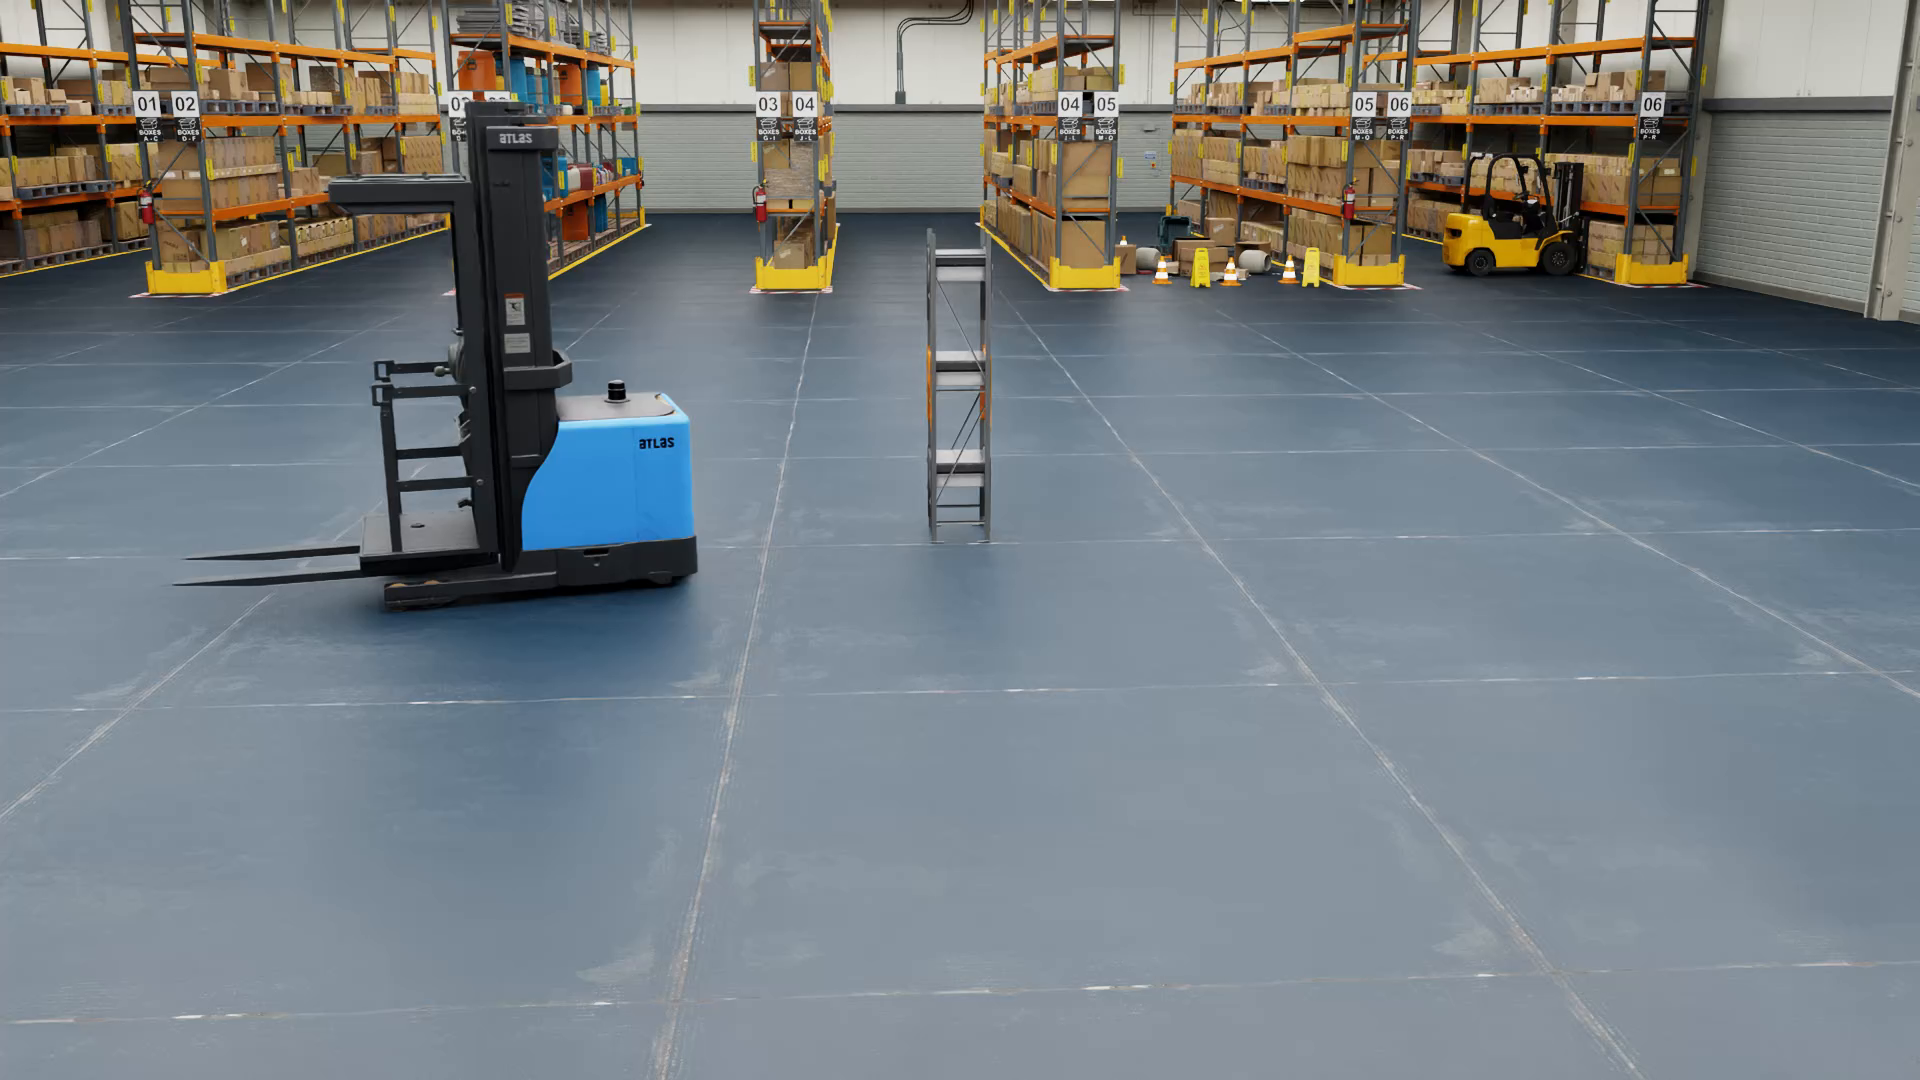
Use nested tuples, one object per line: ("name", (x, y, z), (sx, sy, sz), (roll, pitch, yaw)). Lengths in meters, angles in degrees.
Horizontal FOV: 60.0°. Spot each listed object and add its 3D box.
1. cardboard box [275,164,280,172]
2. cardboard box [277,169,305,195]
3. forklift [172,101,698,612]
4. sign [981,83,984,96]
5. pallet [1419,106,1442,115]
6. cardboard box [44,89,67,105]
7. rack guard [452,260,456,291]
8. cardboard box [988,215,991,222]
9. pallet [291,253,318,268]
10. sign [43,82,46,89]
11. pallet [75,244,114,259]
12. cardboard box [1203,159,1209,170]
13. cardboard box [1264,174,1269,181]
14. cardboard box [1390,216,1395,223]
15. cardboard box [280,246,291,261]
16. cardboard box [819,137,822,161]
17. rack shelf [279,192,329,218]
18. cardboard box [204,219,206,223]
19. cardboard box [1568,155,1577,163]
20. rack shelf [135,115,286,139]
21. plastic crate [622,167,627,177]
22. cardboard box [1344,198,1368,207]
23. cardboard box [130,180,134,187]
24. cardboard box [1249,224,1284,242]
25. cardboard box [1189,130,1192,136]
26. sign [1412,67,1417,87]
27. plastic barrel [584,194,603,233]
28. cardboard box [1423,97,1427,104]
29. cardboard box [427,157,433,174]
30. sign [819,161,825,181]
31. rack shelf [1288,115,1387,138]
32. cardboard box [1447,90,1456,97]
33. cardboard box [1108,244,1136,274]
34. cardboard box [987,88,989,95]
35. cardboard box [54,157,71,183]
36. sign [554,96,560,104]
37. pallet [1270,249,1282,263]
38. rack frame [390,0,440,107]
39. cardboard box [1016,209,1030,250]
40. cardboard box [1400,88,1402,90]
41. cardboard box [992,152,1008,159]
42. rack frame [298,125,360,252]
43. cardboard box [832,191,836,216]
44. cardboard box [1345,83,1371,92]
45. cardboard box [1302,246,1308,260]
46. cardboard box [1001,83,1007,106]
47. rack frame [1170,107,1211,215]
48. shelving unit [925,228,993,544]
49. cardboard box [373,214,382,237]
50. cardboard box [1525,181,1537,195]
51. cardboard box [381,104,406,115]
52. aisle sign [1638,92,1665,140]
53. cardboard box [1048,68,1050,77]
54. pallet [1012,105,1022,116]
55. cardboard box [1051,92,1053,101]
("cardboard box", (-12.748, -6.843, 30.601), (0.380, 0.149, 0.250), (-1, 14, -3))
("cardboard box", (-13.042, -6.916, 32.184), (0.500, 0.500, 0.500), (0, 14, 1))
("forklift", (-3.227, -1.142, 10.081), (3.031, 2.935, 1.130), (-5, 15, -18))
("sign", (0.581, -11.600, 42.819), (0.100, 0.325, 0.005), (-1, 14, -3))
("pallet", (11.296, -9.858, 38.176), (1.213, 0.211, 1.003), (-1, 14, -3))
("cardboard box", (-18.182, -8.651, 32.862), (0.797, 0.503, 0.637), (1, 14, 4))
("rack guard", (-7.838, -4.433, 27.753), (1.175, 0.500, 0.348), (-1, 14, -3))
("cardboard box", (0.901, -8.104, 41.883), (0.380, 0.149, 0.250), (-2, 15, -6))
("pallet", (-13.063, -5.377, 32.001), (1.003, 0.211, 1.213), (-1, 14, -3))
("sign", (-18.725, -9.197, 34.036), (0.100, 0.325, 0.005), (-1, 14, -3))
("pallet", (-18.123, -5.917, 34.102), (1.003, 0.211, 1.213), (-1, 14, -3))
("cardboard box", (6.050, -8.895, 39.376), (0.500, 0.250, 0.500), (-1, 14, -5))
("cardboard box", (6.439, -7.440, 34.084), (0.380, 0.149, 0.250), (0, 14, -2))
("cardboard box", (10.909, -8.019, 41.318), (0.396, 0.266, 0.258), (0, 14, -1))
("cardboard box", (-12.732, -5.305, 30.799), (0.500, 0.250, 0.500), (-1, 14, -3))
("cardboard box", (-2.629, -6.644, 28.526), (0.500, 0.500, 0.500), (-1, 14, -3))
("rack shelf", (-13.102, -6.694, 32.967), (1.077, 0.370, 4.000), (-1, 14, -3))
("cardboard box", (-18.390, -7.762, 39.850), (0.700, 0.500, 0.500), (-1, 14, -4))
("cardboard box", (11.565, -7.094, 30.977), (0.380, 0.149, 0.250), (-1, 14, -4))
("rack shelf", (-12.854, -7.152, 28.727), (1.077, 0.370, 4.000), (-1, 14, -3))
("plastic crate", (-8.395, -9.046, 40.881), (0.416, 0.233, 0.300), (-1, 14, -3))
("cardboard box", (6.811, -5.823, 28.643), (0.380, 0.149, 0.250), (0, 14, -2))
("cardboard box", (-18.062, -7.691, 35.863), (0.380, 0.149, 0.250), (-1, 14, -2))
("cardboard box", (6.631, -6.451, 35.011), (0.950, 0.372, 0.625), (-1, 14, -5))
("cardboard box", (5.921, -10.138, 41.399), (0.380, 0.149, 0.250), (-1, 14, -3))
("sign", (7.589, -7.740, 27.813), (0.100, 0.325, 0.005), (-1, 14, -3))
("plastic barrel", (-8.469, -7.486, 37.968), (0.600, 0.901, 0.708), (-1, 14, -3))
("cardboard box", (10.946, -10.165, 38.456), (0.380, 0.149, 0.250), (-1, 14, -4))
("cardboard box", (-13.361, -9.217, 41.130), (0.500, 0.500, 0.500), (-1, 14, -3))
("sign", (-2.301, -6.130, 27.593), (0.100, 0.325, 0.005), (-1, 14, -3))
("rack shelf", (6.924, -7.457, 29.912), (1.077, 0.370, 4.000), (-1, 14, -3))
("cardboard box", (11.127, -9.980, 37.181), (0.380, 0.149, 0.250), (-1, 14, -5))
("cardboard box", (2.986, -5.169, 30.607), (0.500, 0.500, 0.500), (2, 15, 6))
("cardboard box", (0.871, -11.271, 41.791), (0.380, 0.149, 0.250), (-1, 14, -3))
("cardboard box", (-18.032, -7.298, 32.786), (0.700, 0.500, 0.500), (-1, 14, -3))
("sign", (-7.485, -8.083, 30.885), (0.100, 0.325, 0.005), (-1, 14, -3))
("pallet", (6.750, -5.693, 33.229), (1.003, 0.211, 1.213), (-1, 14, -3))
("rack frame", (-13.722, -12.435, 41.796), (1.000, 3.000, 0.127), (-1, 14, -3))
("cardboard box", (1.682, -6.255, 33.490), (1.050, 0.750, 0.750), (-1, 14, -3))
("cardboard box", (10.947, -10.931, 40.673), (0.500, 0.250, 0.500), (-1, 14, -4))
("cardboard box", (0.936, -9.003, 38.964), (0.380, 0.149, 0.250), (0, 14, -1))
("rack frame", (-13.226, -7.540, 34.810), (1.000, 3.000, 0.127), (-1, 14, -3))
("cardboard box", (-3.527, -7.702, 38.863), (1.225, 0.875, 0.875), (-1, 14, -3))
("cardboard box", (6.732, -7.652, 28.130), (0.380, 0.149, 0.250), (-1, 14, -3))
("cardboard box", (6.647, -5.306, 30.805), (0.500, 0.250, 0.500), (-1, 14, -4))
("cardboard box", (1.335, -10.058, 37.528), (0.797, 0.503, 0.637), (-1, 14, -4))
("rack frame", (6.057, -9.834, 43.729), (1.000, 3.000, 0.127), (-1, 14, -3))
("shelving unit", (-0.010, -1.058, 11.425), (0.431, 2.100, 0.503), (-1, 14, -3))
("cardboard box", (-13.033, -6.915, 36.515), (0.500, 0.500, 0.500), (-1, 14, -4))
("cardboard box", (11.462, -6.976, 32.921), (0.500, 0.250, 0.500), (-1, 14, -2))
("cardboard box", (-13.257, -10.039, 38.807), (0.500, 0.250, 0.500), (-1, 14, -3))
("aisle sign", (11.713, -7.171, 28.159), (0.394, 0.787, 0.004), (-1, 14, -3))
("cardboard box", (1.707, -7.991, 28.406), (0.380, 0.149, 0.250), (-1, 14, -2))
("pallet", (1.711, -8.945, 34.632), (1.213, 0.211, 1.003), (0, 14, -1))
("cardboard box", (1.740, -7.477, 28.006), (0.380, 0.149, 0.250), (-1, 14, -3))
